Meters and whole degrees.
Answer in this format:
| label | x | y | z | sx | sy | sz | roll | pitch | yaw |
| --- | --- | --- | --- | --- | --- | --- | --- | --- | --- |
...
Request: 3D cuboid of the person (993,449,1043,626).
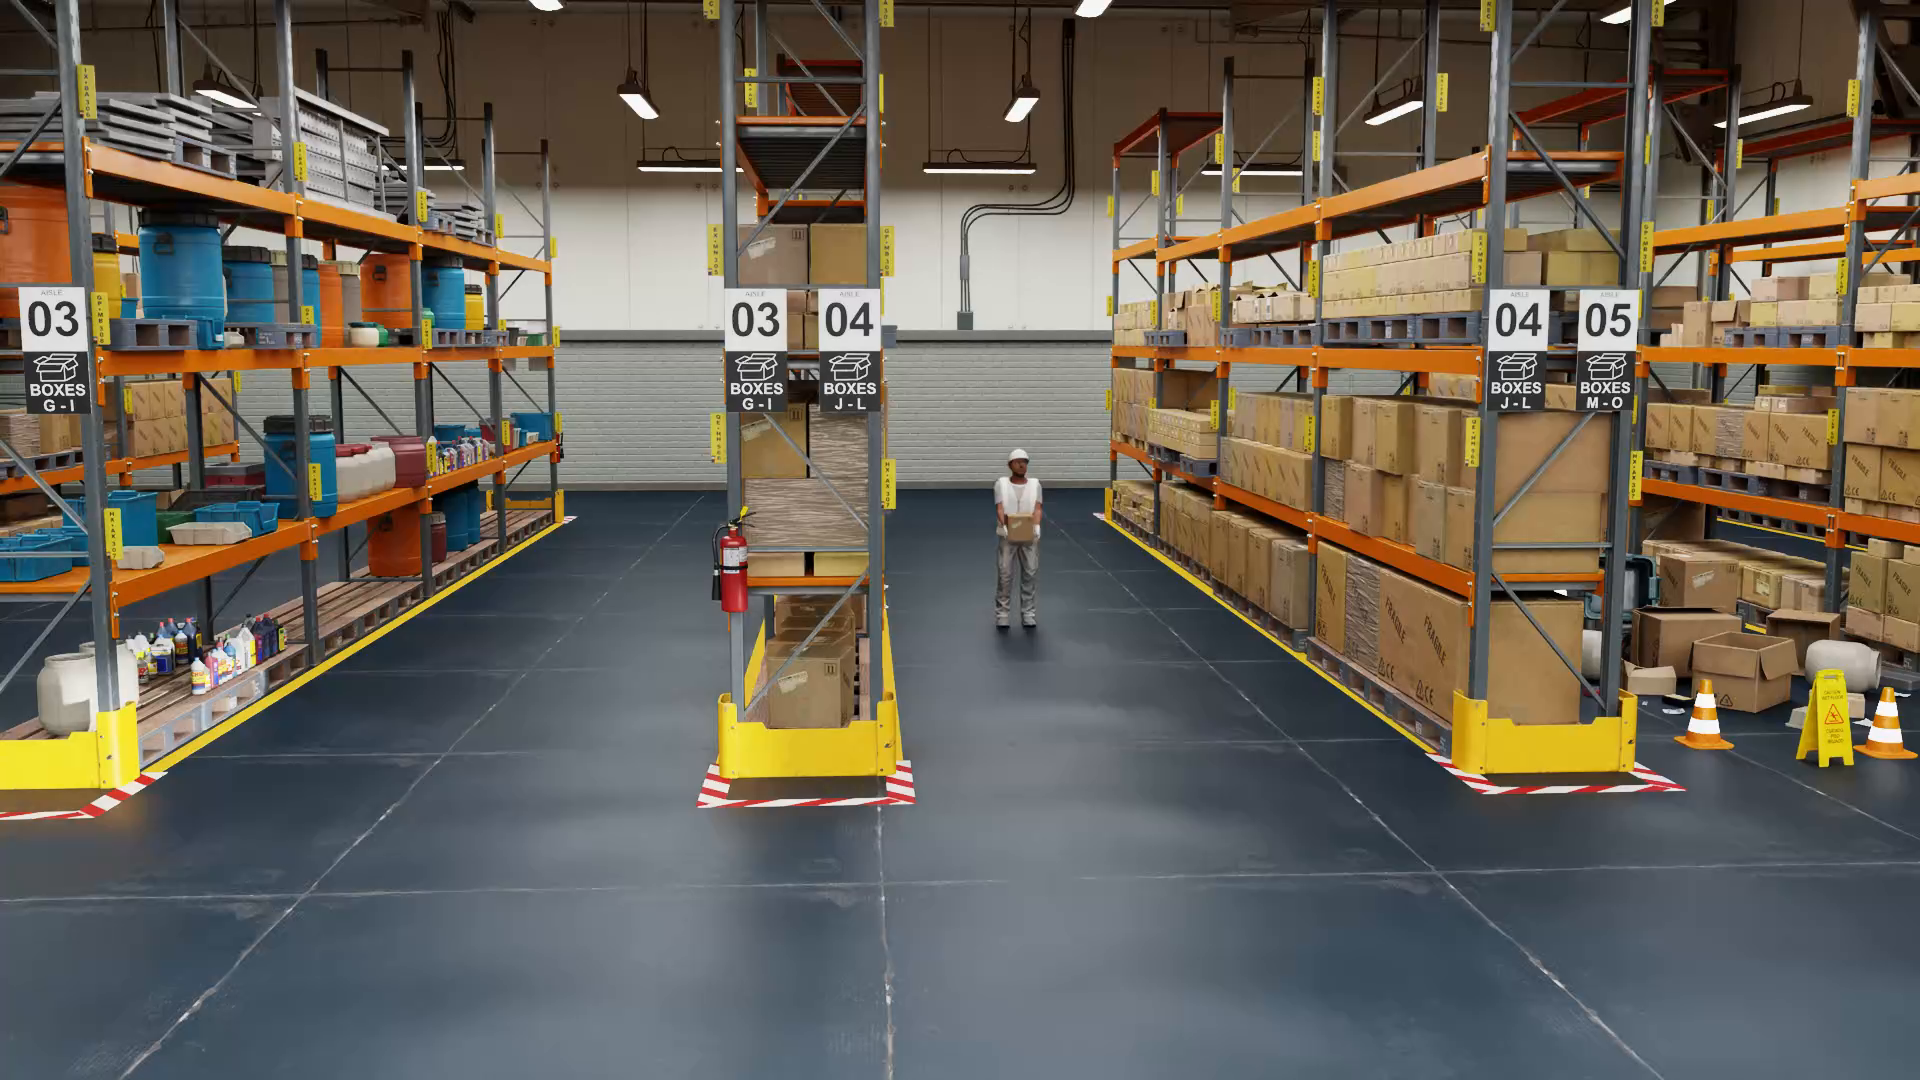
| label | x | y | z | sx | sy | sz | roll | pitch | yaw |
| --- | --- | --- | --- | --- | --- | --- | --- | --- | --- |
| person | 0.601 | -0.013 | 16.758 | 0.497 | 1.786 | 0.572 | -1 | 7 | -8 |
